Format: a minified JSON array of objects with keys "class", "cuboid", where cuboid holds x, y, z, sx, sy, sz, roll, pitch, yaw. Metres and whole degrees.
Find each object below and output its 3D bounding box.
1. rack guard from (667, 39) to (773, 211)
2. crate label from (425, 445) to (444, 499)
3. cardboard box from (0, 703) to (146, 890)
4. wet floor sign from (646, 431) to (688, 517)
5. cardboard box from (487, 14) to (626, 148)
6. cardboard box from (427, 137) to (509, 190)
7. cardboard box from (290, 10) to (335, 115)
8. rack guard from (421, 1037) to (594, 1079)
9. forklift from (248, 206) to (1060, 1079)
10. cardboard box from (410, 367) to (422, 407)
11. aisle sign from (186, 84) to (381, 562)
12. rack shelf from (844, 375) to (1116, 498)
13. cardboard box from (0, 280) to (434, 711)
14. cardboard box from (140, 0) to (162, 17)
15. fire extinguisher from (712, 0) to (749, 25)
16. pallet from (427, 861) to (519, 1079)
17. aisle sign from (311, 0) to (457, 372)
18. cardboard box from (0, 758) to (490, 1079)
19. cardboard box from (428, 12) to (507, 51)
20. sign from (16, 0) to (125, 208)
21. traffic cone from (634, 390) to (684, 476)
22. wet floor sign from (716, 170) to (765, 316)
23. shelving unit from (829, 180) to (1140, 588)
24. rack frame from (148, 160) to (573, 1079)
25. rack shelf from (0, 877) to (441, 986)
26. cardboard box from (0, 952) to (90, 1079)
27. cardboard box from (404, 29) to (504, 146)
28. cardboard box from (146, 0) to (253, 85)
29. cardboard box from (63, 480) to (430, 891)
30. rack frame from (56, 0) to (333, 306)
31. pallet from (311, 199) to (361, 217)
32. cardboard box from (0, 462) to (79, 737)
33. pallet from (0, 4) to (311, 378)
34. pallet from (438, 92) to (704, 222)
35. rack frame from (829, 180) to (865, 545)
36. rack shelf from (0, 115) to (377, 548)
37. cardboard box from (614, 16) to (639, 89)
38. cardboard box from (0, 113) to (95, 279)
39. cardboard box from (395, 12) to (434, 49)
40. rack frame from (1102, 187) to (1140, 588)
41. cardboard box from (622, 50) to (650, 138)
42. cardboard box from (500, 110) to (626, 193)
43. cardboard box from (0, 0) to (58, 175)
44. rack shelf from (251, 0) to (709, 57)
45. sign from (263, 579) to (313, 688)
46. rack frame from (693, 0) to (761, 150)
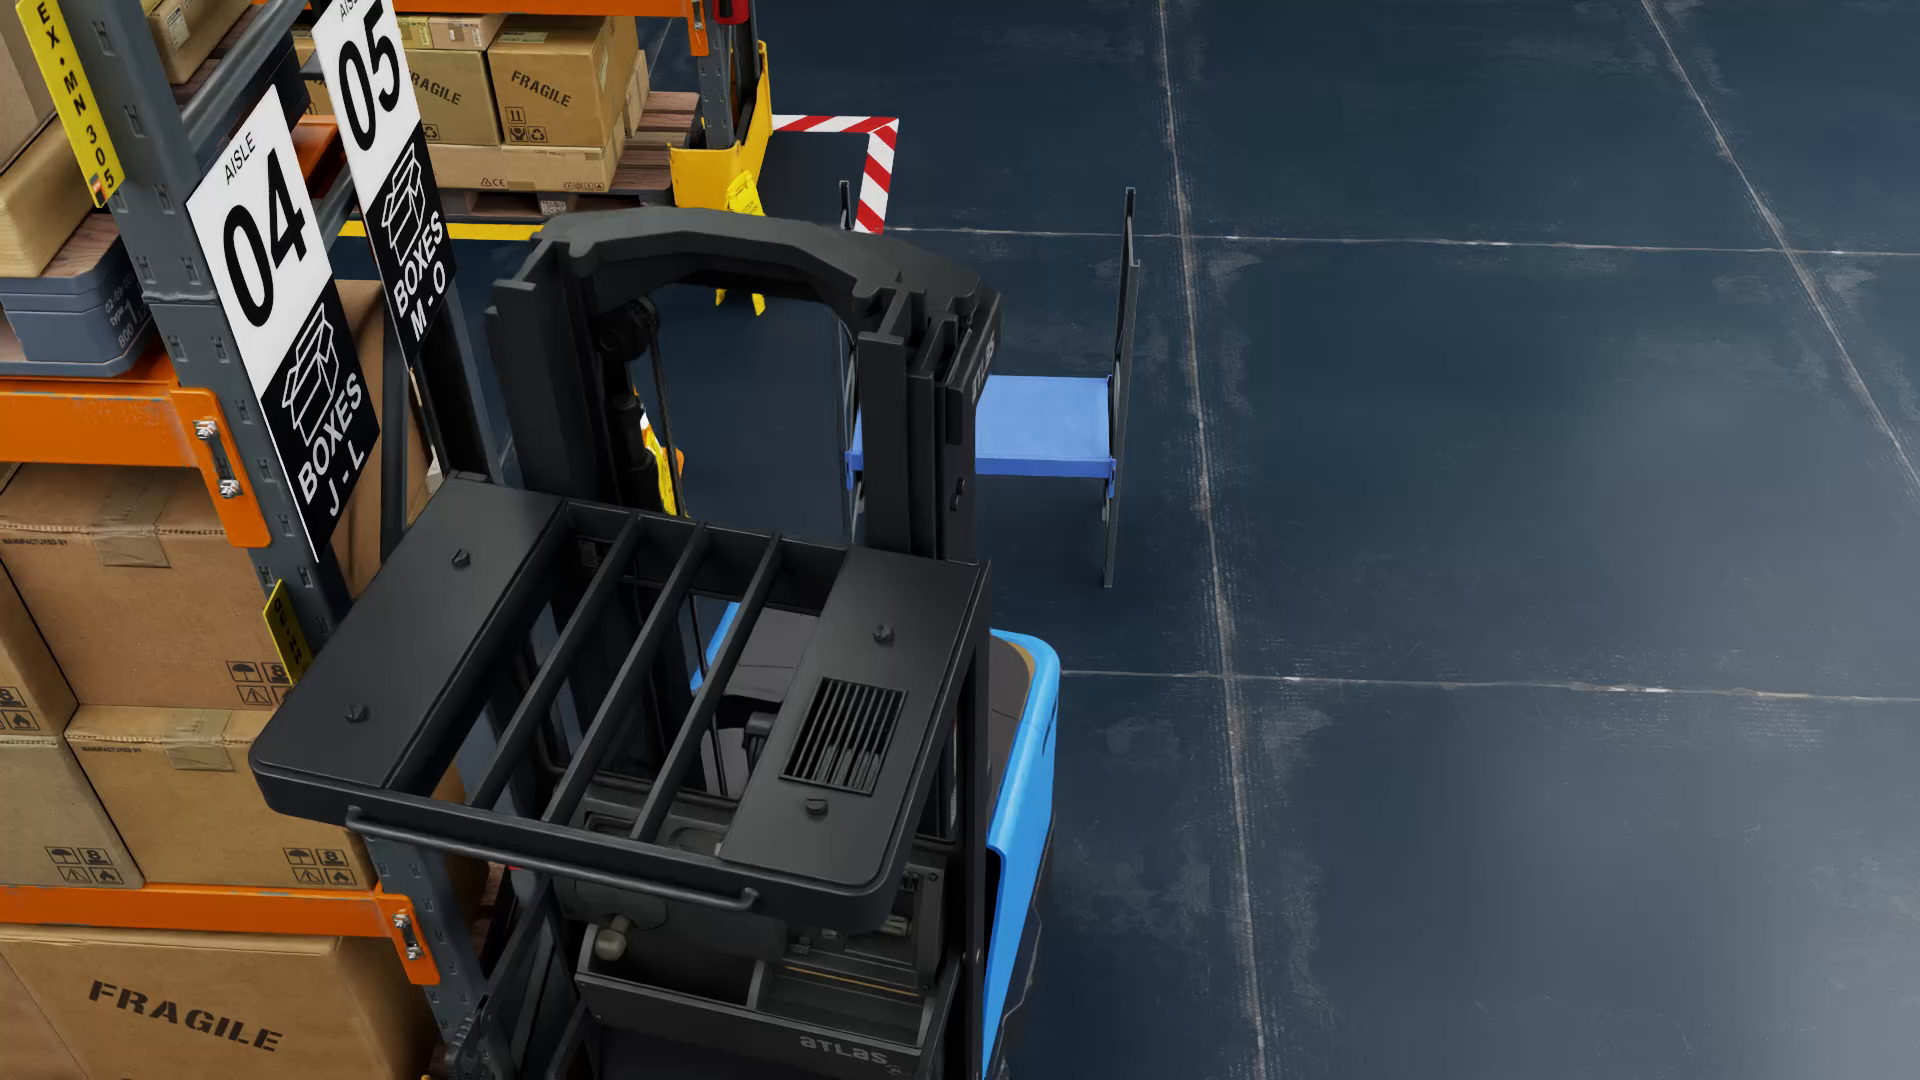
[{"class":"rack guard","cuboid":[-1.228,-2.096,8.633,0.348,0.500,1.175,2,43,2]},{"class":"crate label","cuboid":[-2.138,-0.311,6.984,0.298,0.136,0.250,-19,46,-20]},{"class":"cardboard box","cuboid":[-2.197,0.328,4.087,0.550,0.550,0.875,2,43,2]},{"class":"wet floor sign","cuboid":[-1.156,-0.121,6.406,0.232,0.644,0.267,-5,43,-5]},{"class":"cardboard box","cuboid":[-1.964,-2.277,8.153,0.500,0.500,0.500,2,43,2]},{"class":"cardboard box","cuboid":[-2.489,-2.019,8.426,0.500,0.250,0.500,2,43,2]},{"class":"cardboard box","cuboid":[-2.989,-2.311,8.190,0.500,0.500,0.500,1,43,1]},{"class":"rack guard","cuboid":[-1.250,1.281,5.008,0.348,0.500,1.175,2,43,2]},{"class":"forklift","cuboid":[-0.541,0.902,3.631,1.130,2.935,3.031,9,44,10]},{"class":"cardboard box","cuboid":[-2.552,-0.630,7.317,0.250,0.149,0.380,24,48,23]},{"class":"aisle sign","cuboid":[-1.217,-0.379,3.049,0.004,0.787,0.394,2,43,2]},{"class":"rack shelf","cuboid":[0.085,-0.415,6.359,1.000,0.185,0.538,2,43,2]},{"class":"cardboard box","cuboid":[-1.643,-0.122,3.779,0.550,0.550,0.875,2,43,2]},{"class":"cardboard box","cuboid":[-1.745,-1.166,3.111,0.500,0.250,0.500,2,43,2]},{"class":"fire extinguisher","cuboid":[-1.058,-2.663,7.465,0.183,0.674,0.296,2,43,2]},{"class":"pallet","cuboid":[-2.076,1.414,5.077,1.213,0.211,1.003,2,43,2]},{"class":"aisle sign","cuboid":[-1.190,-0.788,3.488,0.004,0.787,0.394,2,43,2]},{"class":"cardboard box","cuboid":[-1.954,1.013,4.712,0.875,0.875,0.875,2,43,2]},{"class":"cardboard box","cuboid":[-2.334,-2.480,7.895,0.250,0.149,0.380,3,43,3]},{"class":"sign","cuboid":[-1.312,-0.658,2.464,0.005,0.325,0.100,2,43,2]},{"class":"traffic cone","cuboid":[-1.350,-0.449,6.892,0.334,0.463,0.336,2,43,2]},{"class":"wet floor sign","cuboid":[-1.010,-1.413,7.793,0.232,0.644,0.267,16,45,16]},{"class":"shelving unit","cuboid":[0.085,-0.546,6.236,1.048,1.500,0.538,2,43,2]},{"class":"rack frame","cuboid":[-1.274,0.365,4.157,0.127,3.000,1.000,2,43,2]},{"class":"rack shelf","cuboid":[-3.272,0.567,4.468,4.000,0.370,1.077,2,43,2]},{"class":"cardboard box","cuboid":[-2.834,0.988,4.740,0.875,0.875,0.875,1,43,1]},{"class":"cardboard box","cuboid":[-2.486,-2.291,8.168,0.500,0.500,0.500,3,43,3]},{"class":"cardboard box","cuboid":[-1.602,-1.059,3.289,0.250,0.149,0.380,2,43,2]},{"class":"cardboard box","cuboid":[-1.647,0.330,4.085,0.550,0.550,0.875,2,43,2]},{"class":"rack frame","cuboid":[-1.274,-1.830,2.112,0.127,3.000,1.000,2,43,2]},{"class":"pallet","cuboid":[-3.253,-2.079,8.827,1.213,0.211,1.003,2,43,2]},{"class":"cardboard box","cuboid":[-2.197,-0.076,3.729,0.550,0.550,0.875,2,43,2]},{"class":"pallet","cuboid":[-2.016,-0.715,3.182,1.213,0.211,1.003,2,43,2]},{"class":"pallet","cuboid":[-2.038,-2.039,8.784,1.213,0.211,1.003,2,43,2]},{"class":"rack frame","cuboid":[-0.423,-0.562,6.253,0.032,1.500,0.500,2,43,2]},{"class":"rack shelf","cuboid":[-3.272,-0.530,3.446,4.000,0.370,1.077,2,43,2]},{"class":"cardboard box","cuboid":[-1.969,-2.644,8.546,0.500,0.500,0.500,0,43,0]},{"class":"cardboard box","cuboid":[-1.621,-0.610,2.806,0.250,0.149,0.380,2,43,2]},{"class":"cardboard box","cuboid":[-2.585,-2.490,7.906,0.250,0.149,0.380,2,43,3]},{"class":"rack frame","cuboid":[0.593,-0.531,6.219,0.032,1.500,0.500,2,43,2]},{"class":"cardboard box","cuboid":[-1.945,-2.369,8.802,0.500,0.250,0.500,1,43,2]},{"class":"cardboard box","cuboid":[-1.996,-1.998,8.404,0.500,0.250,0.500,2,43,2]},{"class":"cardboard box","cuboid":[-1.776,-0.801,2.719,0.500,0.250,0.500,2,43,2]},{"class":"rack shelf","cuboid":[-3.150,-2.807,8.090,4.000,0.370,1.077,2,43,2]},{"class":"sign","cuboid":[-1.312,0.224,3.286,0.005,0.325,0.100,2,43,2]},{"class":"rack frame","cuboid":[-1.152,-3.008,7.779,0.127,3.000,1.000,2,43,2]}]
